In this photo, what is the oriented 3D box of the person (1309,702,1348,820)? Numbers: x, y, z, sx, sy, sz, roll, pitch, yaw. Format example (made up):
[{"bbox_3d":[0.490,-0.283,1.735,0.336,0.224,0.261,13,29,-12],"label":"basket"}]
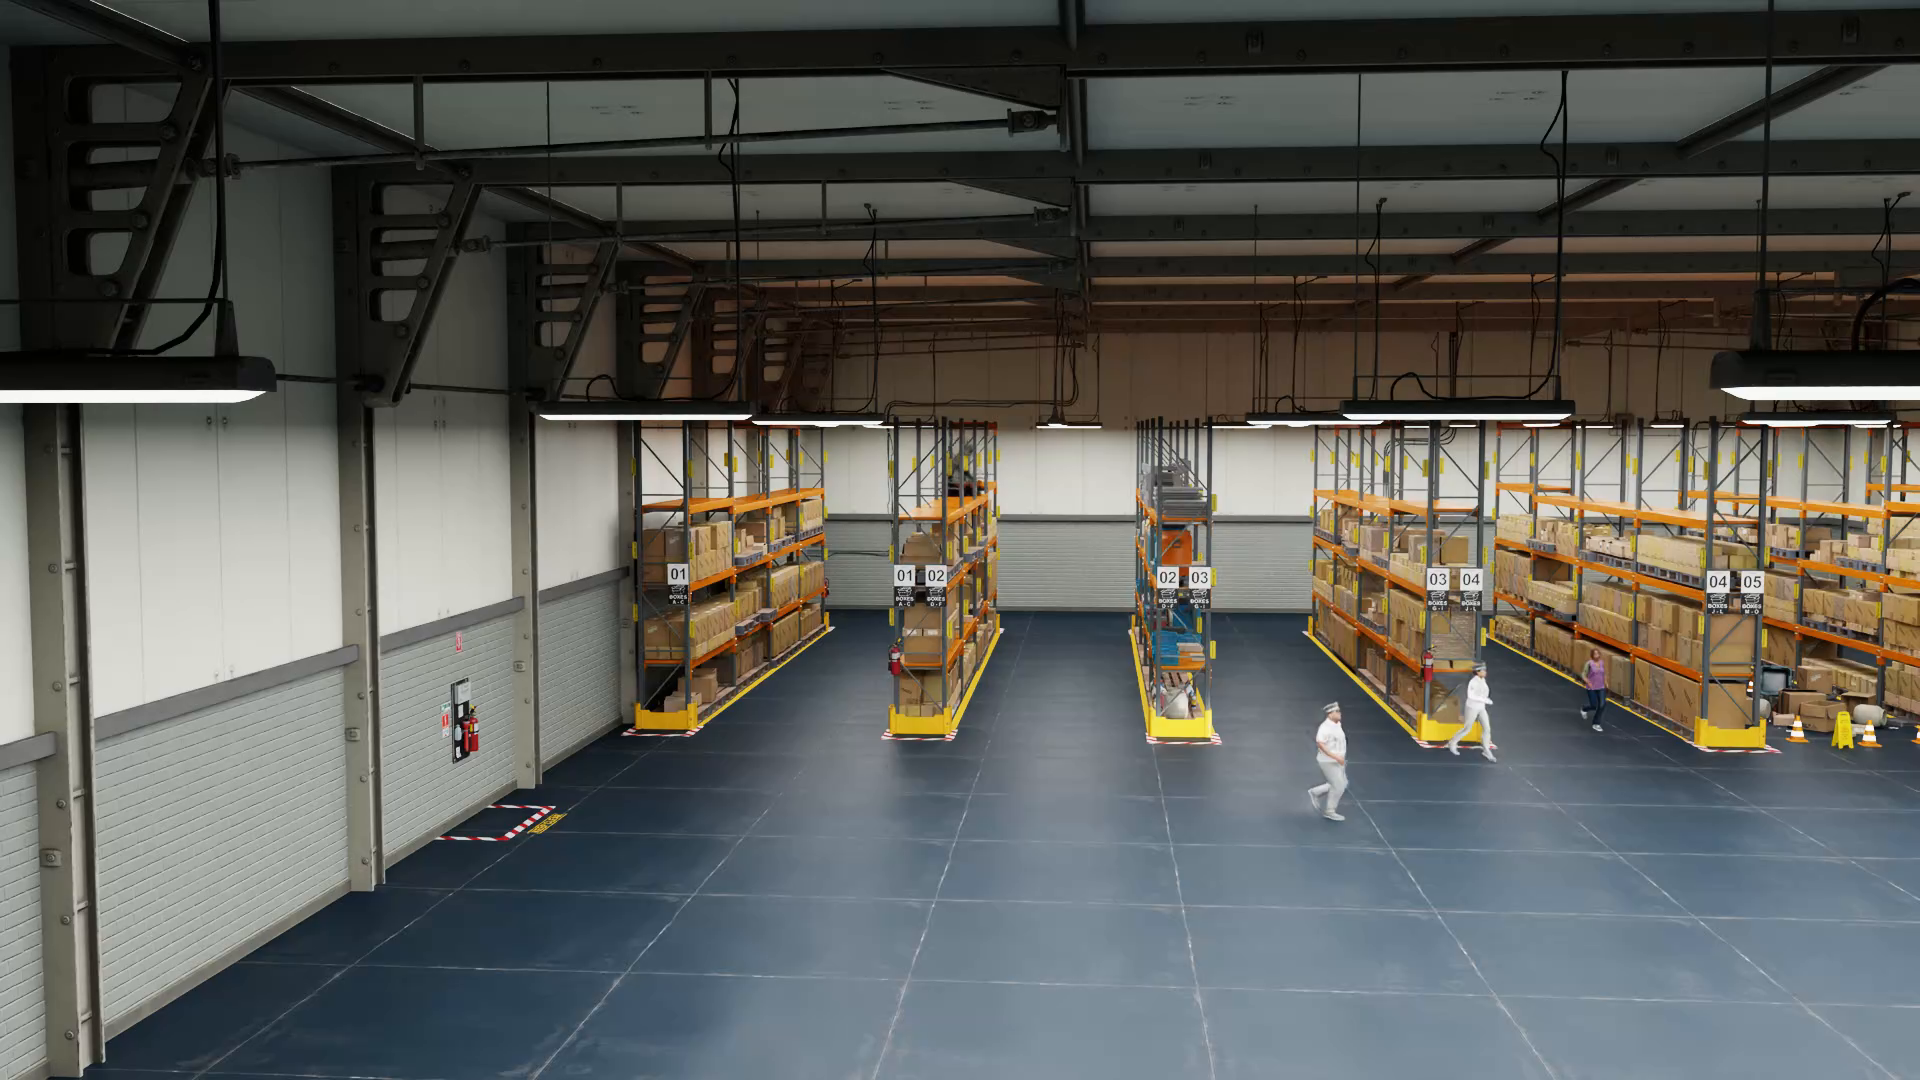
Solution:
[{"bbox_3d":[5.447,3.248,24.636,0.616,1.740,0.695,2,4,28],"label":"person"}]

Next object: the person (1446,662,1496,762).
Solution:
[{"bbox_3d":[9.008,2.978,29.140,0.600,1.708,0.900,-4,5,-43],"label":"person"}]

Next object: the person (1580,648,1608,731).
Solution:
[{"bbox_3d":[12.236,2.865,32.056,0.552,1.563,0.666,0,4,-7],"label":"person"}]

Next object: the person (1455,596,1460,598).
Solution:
[{"bbox_3d":[13.518,1.818,46.558,0.966,1.729,0.746,3,5,37],"label":"person"}]
